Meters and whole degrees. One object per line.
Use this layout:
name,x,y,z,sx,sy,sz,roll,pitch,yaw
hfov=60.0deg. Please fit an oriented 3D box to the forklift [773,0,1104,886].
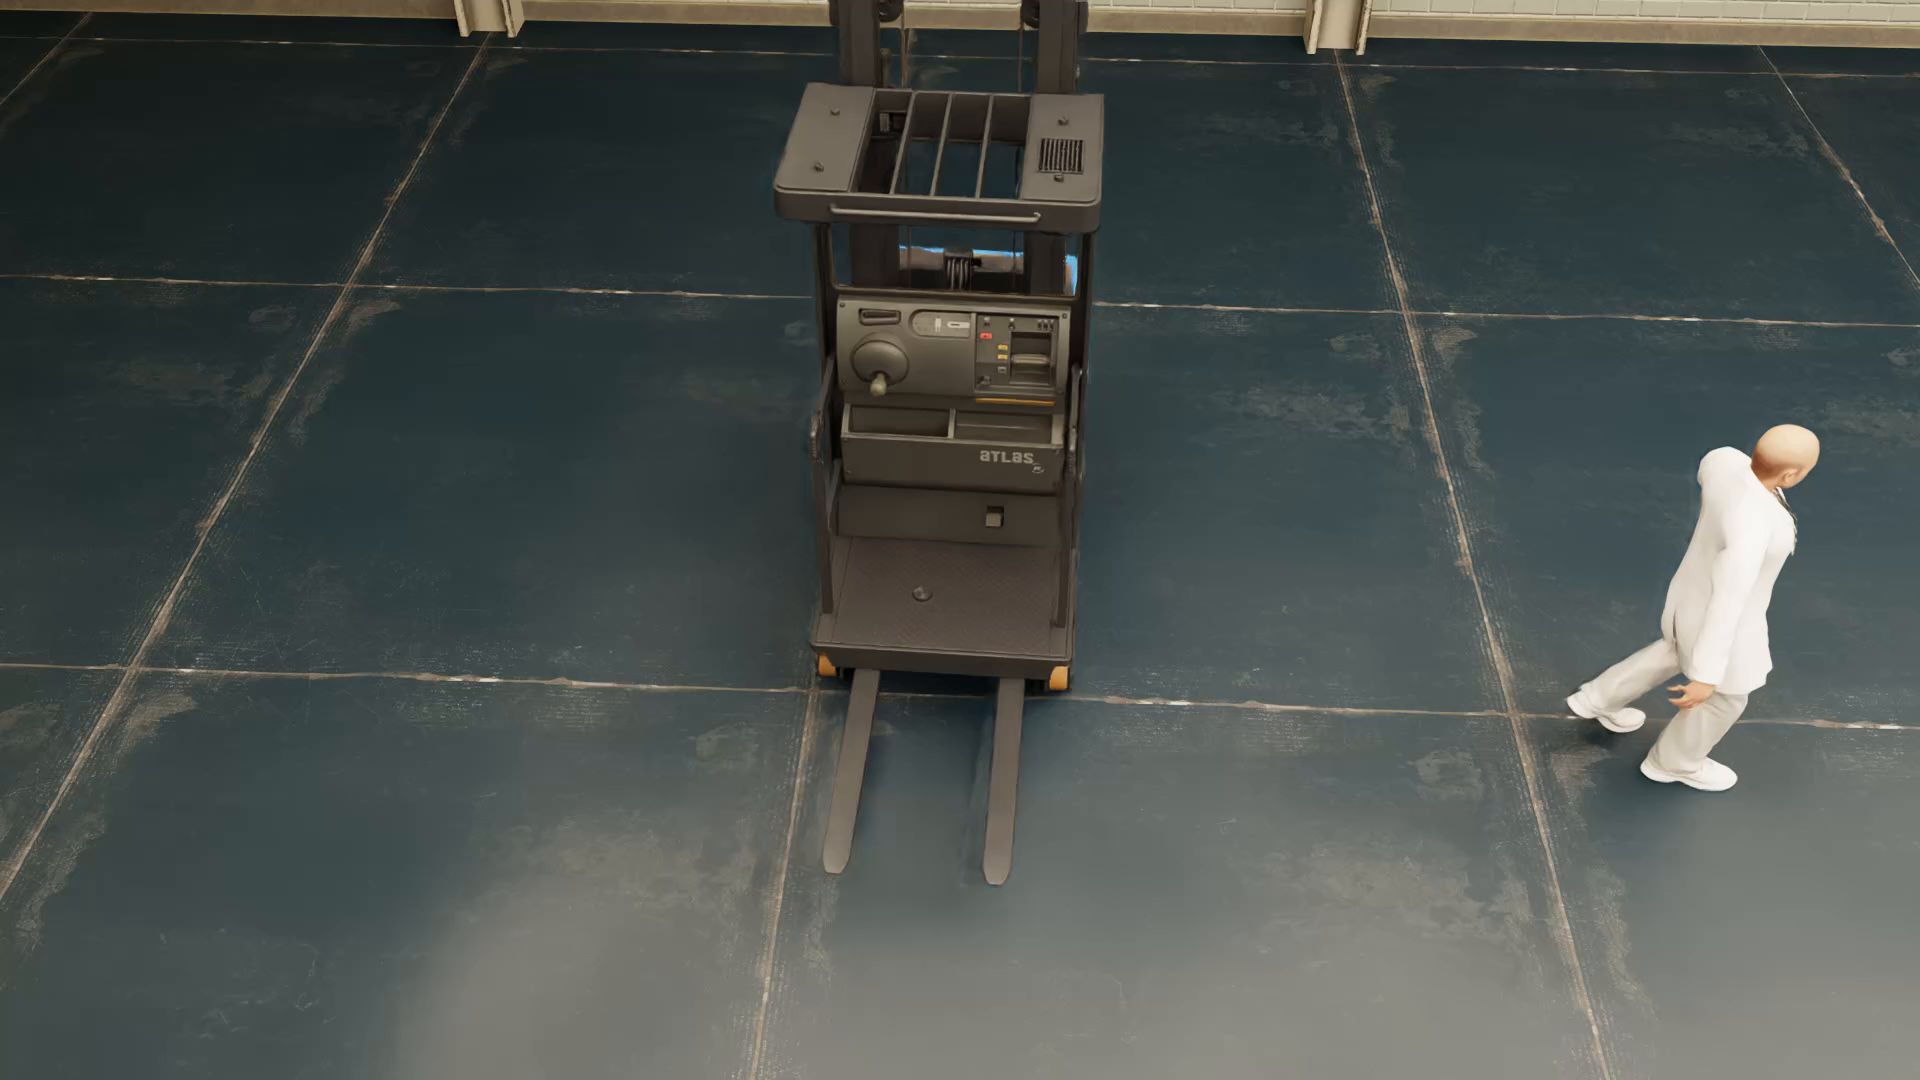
forklift,-0.045,-0.671,6.478,1.130,2.935,3.031,3,42,4

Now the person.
person,2.851,0.264,6.326,0.697,1.762,0.880,1,42,2
